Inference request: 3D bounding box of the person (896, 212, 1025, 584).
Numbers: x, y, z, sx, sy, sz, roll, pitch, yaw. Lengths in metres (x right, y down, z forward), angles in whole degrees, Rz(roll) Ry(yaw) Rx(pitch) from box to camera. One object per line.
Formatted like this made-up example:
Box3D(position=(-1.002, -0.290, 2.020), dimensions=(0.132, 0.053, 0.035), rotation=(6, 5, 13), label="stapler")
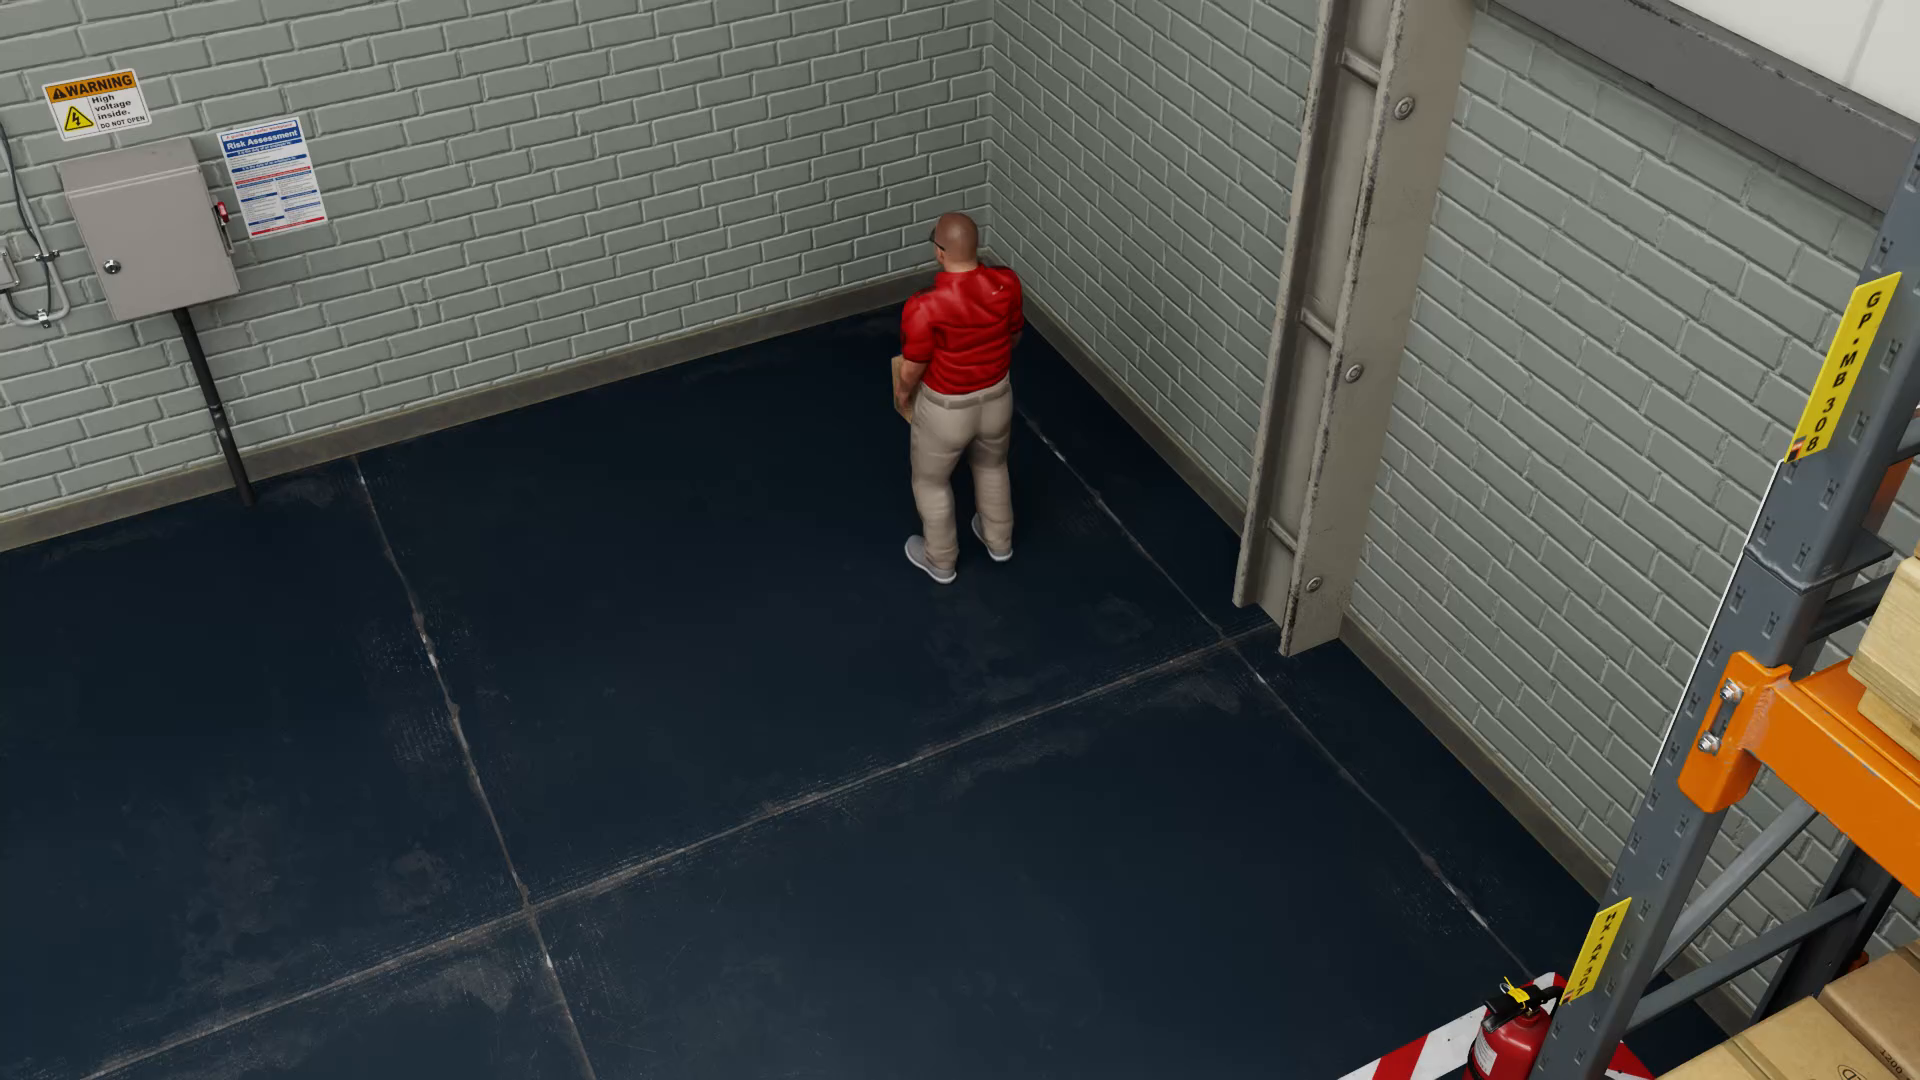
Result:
Box3D(position=(-0.014, -0.584, 6.835), dimensions=(0.539, 1.733, 0.431), rotation=(-20, 45, -21), label="person")
